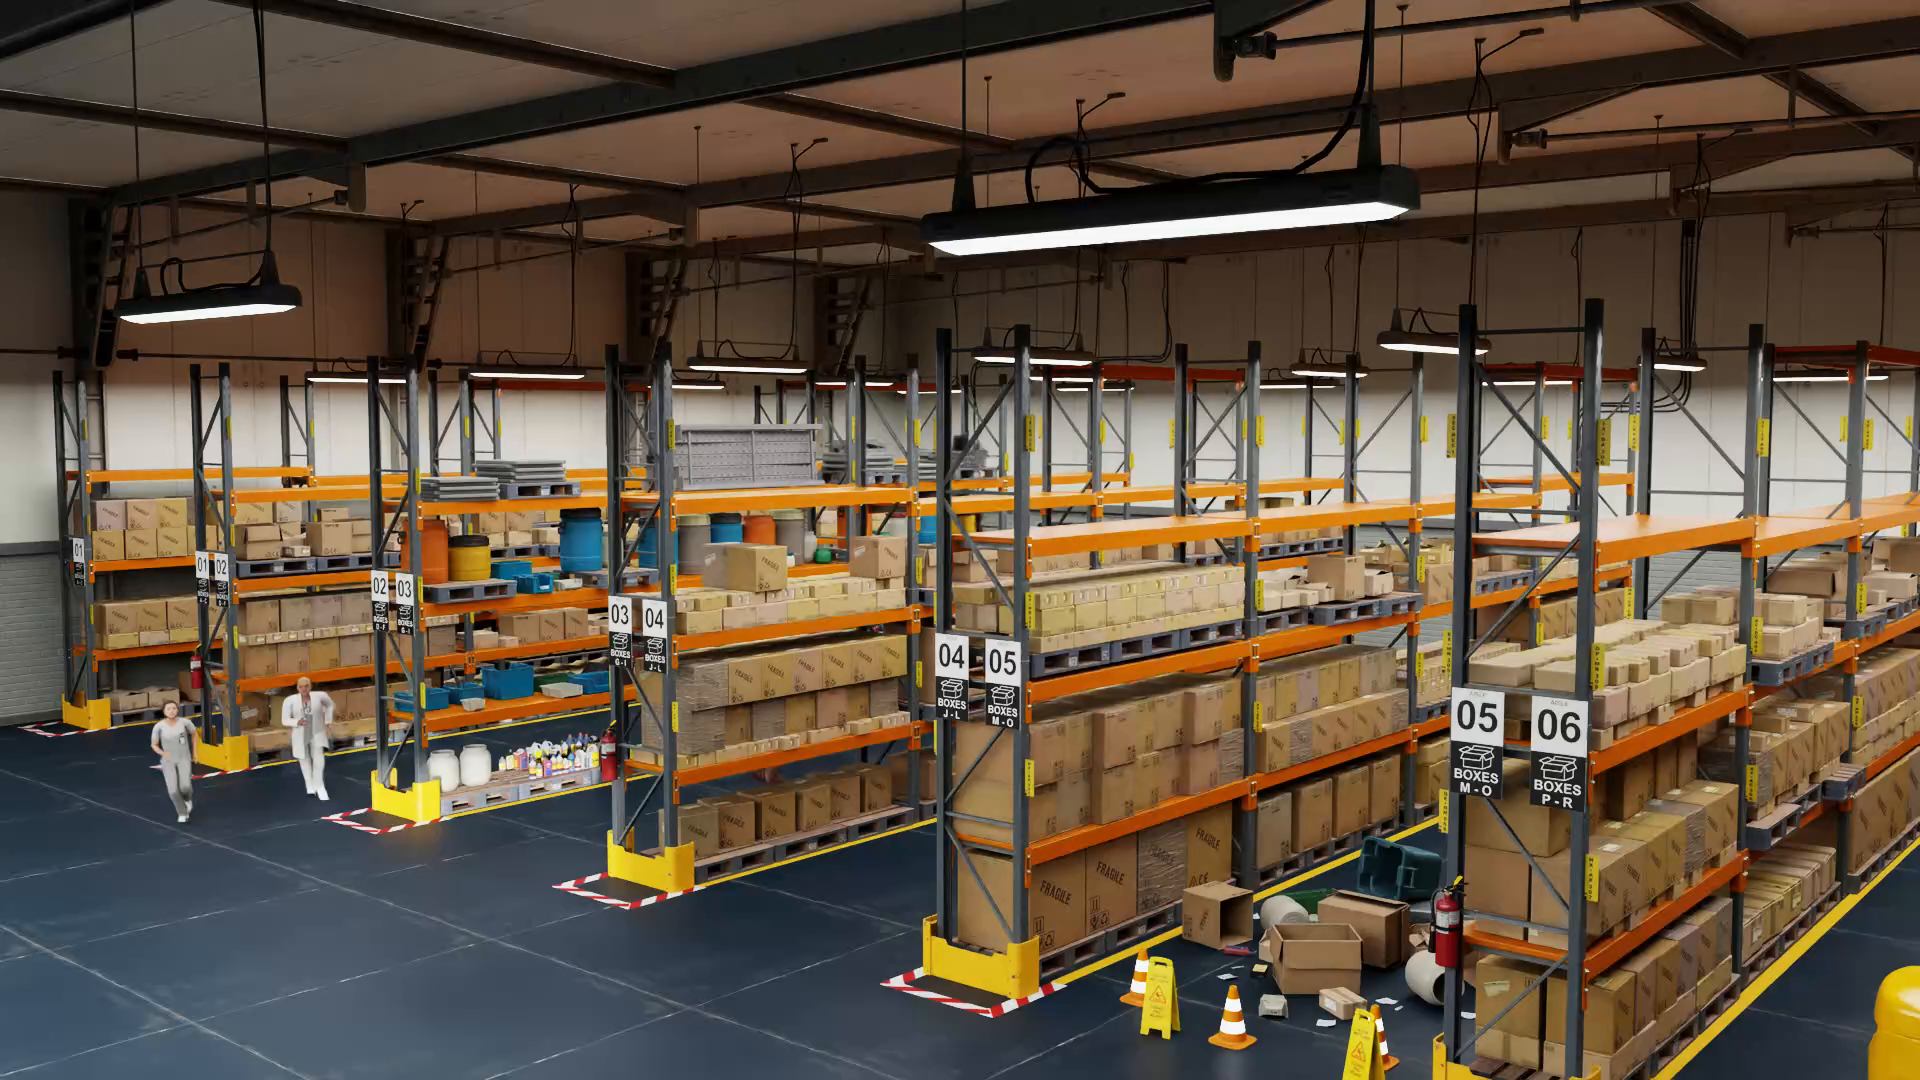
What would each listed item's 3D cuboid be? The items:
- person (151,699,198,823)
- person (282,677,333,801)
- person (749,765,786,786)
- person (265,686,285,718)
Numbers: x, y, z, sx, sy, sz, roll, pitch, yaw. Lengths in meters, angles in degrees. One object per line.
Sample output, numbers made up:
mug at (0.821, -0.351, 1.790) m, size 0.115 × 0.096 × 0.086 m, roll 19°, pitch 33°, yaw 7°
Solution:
person at (-10.019, 2.831, 21.232) m, size 0.545 × 1.608 × 0.606 m, roll -2°, pitch 5°, yaw -24°
person at (-8.820, 2.678, 22.509) m, size 0.619 × 1.703 × 0.984 m, roll -1°, pitch 4°, yaw -15°
person at (-2.578, 2.840, 22.145) m, size 0.921 × 1.432 × 0.599 m, roll -2°, pitch 5°, yaw -31°
person at (-11.404, 2.308, 27.796) m, size 0.705 × 1.716 × 0.763 m, roll 1°, pitch 4°, yaw 15°
